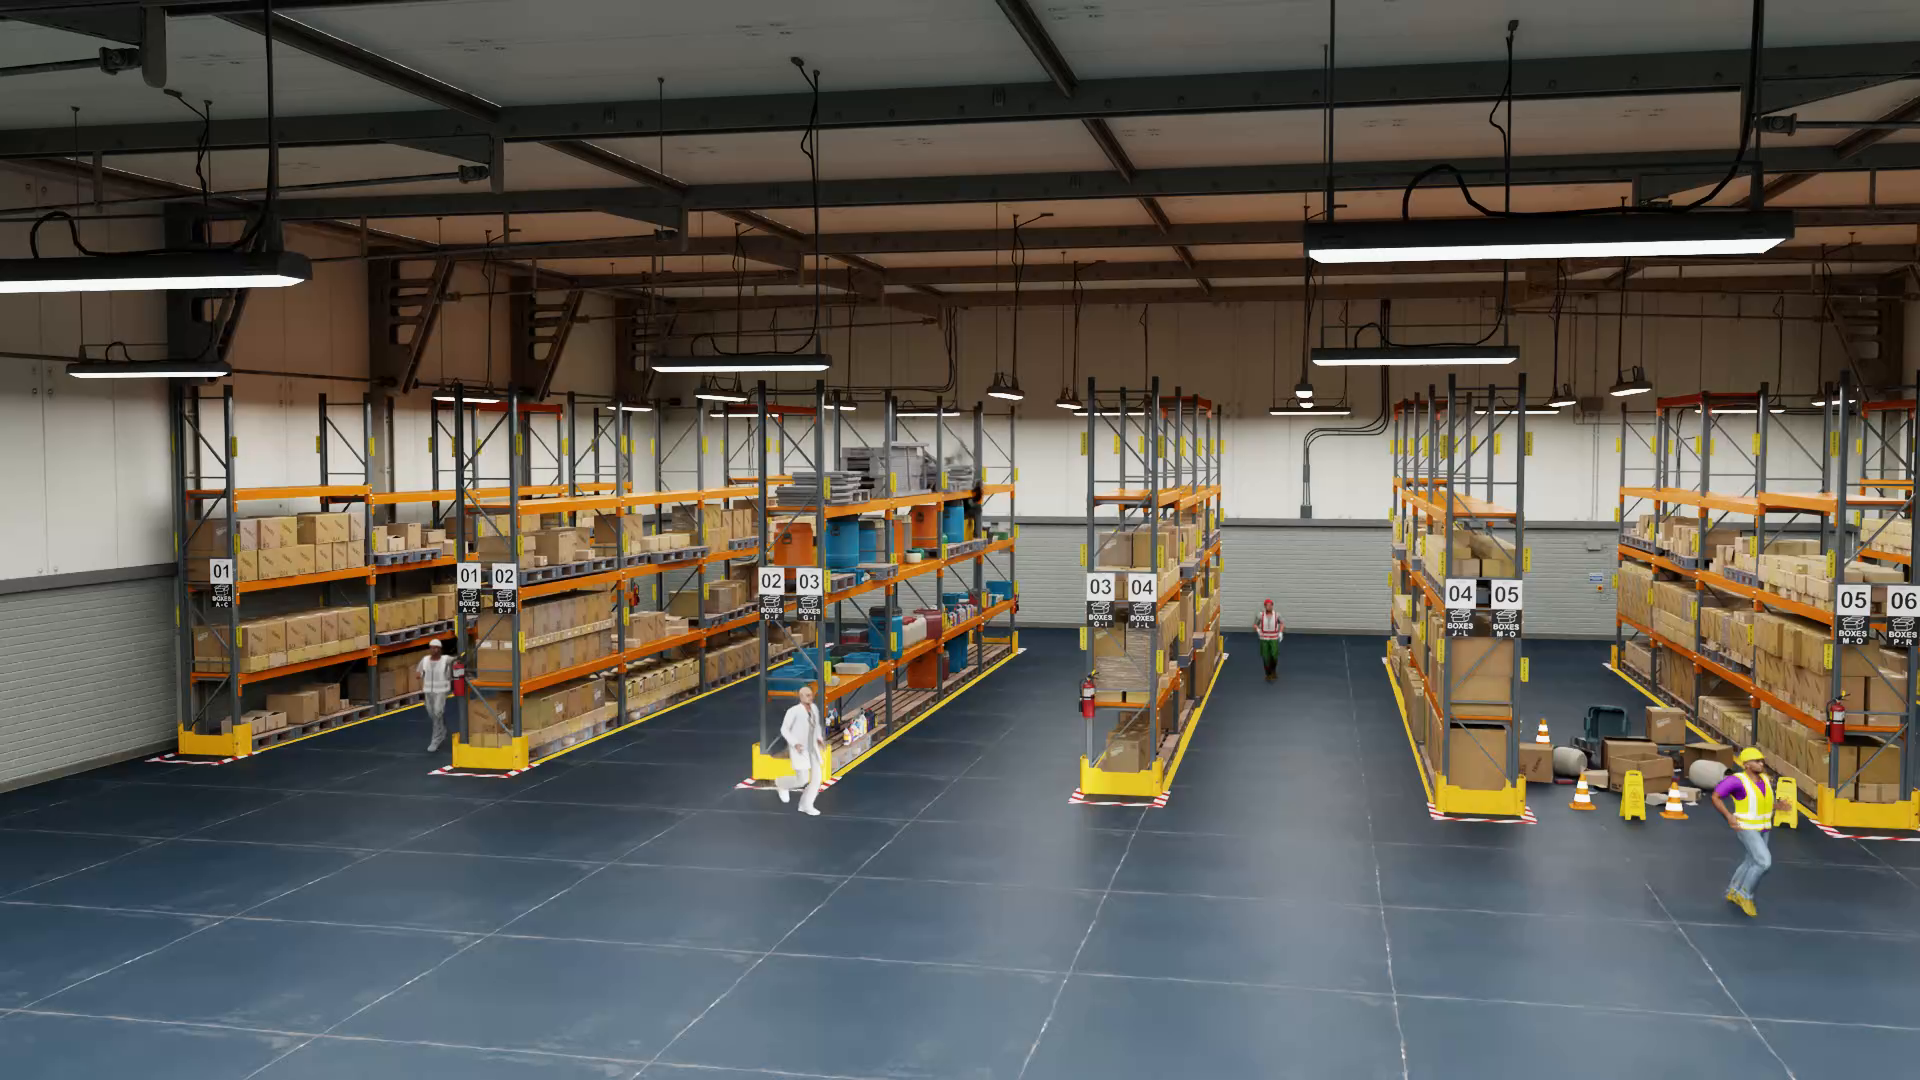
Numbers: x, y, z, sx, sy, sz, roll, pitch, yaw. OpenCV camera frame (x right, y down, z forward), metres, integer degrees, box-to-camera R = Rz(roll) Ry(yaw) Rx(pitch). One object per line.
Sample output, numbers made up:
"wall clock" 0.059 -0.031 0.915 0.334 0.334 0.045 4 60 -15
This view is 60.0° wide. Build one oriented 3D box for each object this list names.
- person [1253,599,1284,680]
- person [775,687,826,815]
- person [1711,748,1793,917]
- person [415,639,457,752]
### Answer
"person" 6.573 2.129 35.459 0.651 1.744 0.609 1 3 13
"person" -2.184 2.866 22.777 0.753 1.730 0.699 3 4 44
"person" 8.521 3.130 17.842 0.676 1.799 0.688 -2 4 -29
"person" -8.687 2.540 27.581 0.674 1.800 0.938 0 3 8
